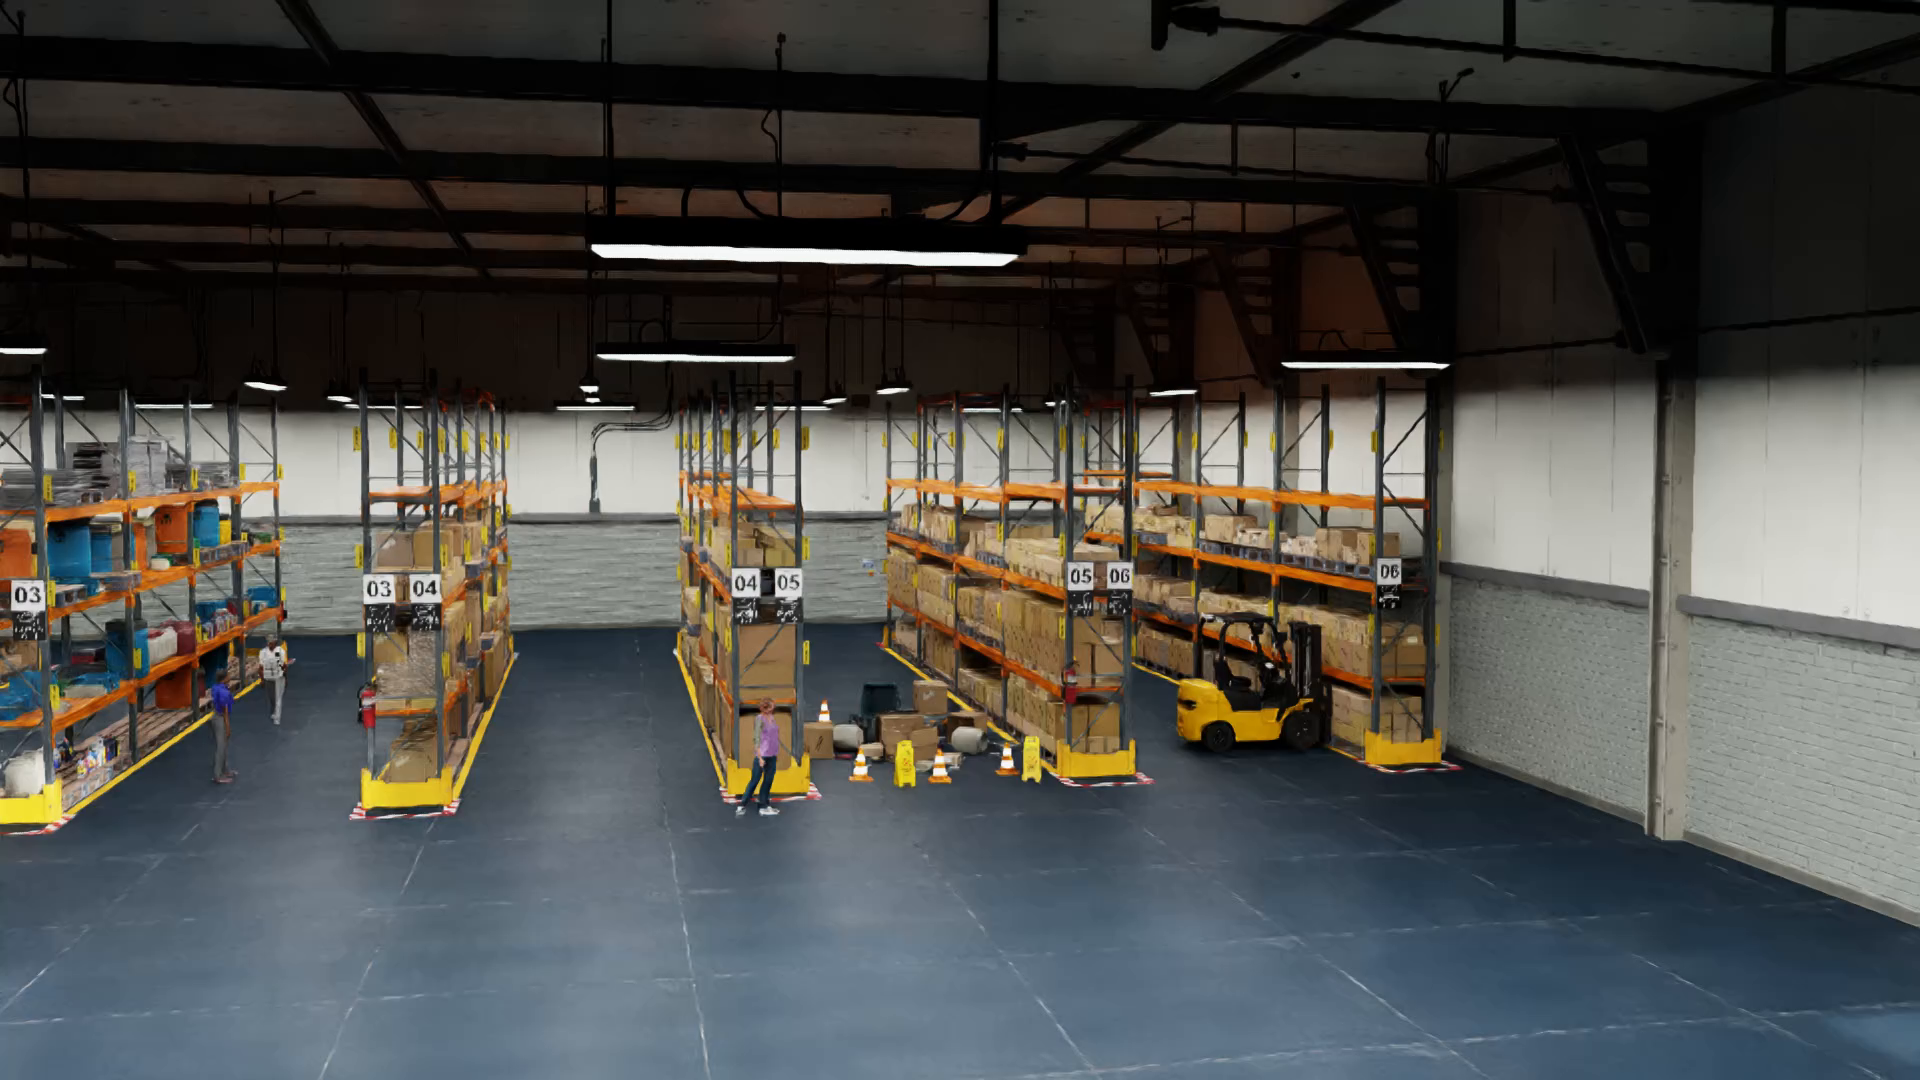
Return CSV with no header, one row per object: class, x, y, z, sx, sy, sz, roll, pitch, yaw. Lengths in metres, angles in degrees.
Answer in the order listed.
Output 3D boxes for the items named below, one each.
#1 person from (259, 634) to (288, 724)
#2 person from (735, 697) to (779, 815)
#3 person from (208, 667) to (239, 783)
person,-12.185,2.435,29.493,0.456,1.589,1.088,-1,3,-10
person,-2.708,2.893,22.166,0.457,1.589,0.596,2,4,30
person,-10.819,2.710,24.466,0.440,1.652,0.551,-3,4,-39
